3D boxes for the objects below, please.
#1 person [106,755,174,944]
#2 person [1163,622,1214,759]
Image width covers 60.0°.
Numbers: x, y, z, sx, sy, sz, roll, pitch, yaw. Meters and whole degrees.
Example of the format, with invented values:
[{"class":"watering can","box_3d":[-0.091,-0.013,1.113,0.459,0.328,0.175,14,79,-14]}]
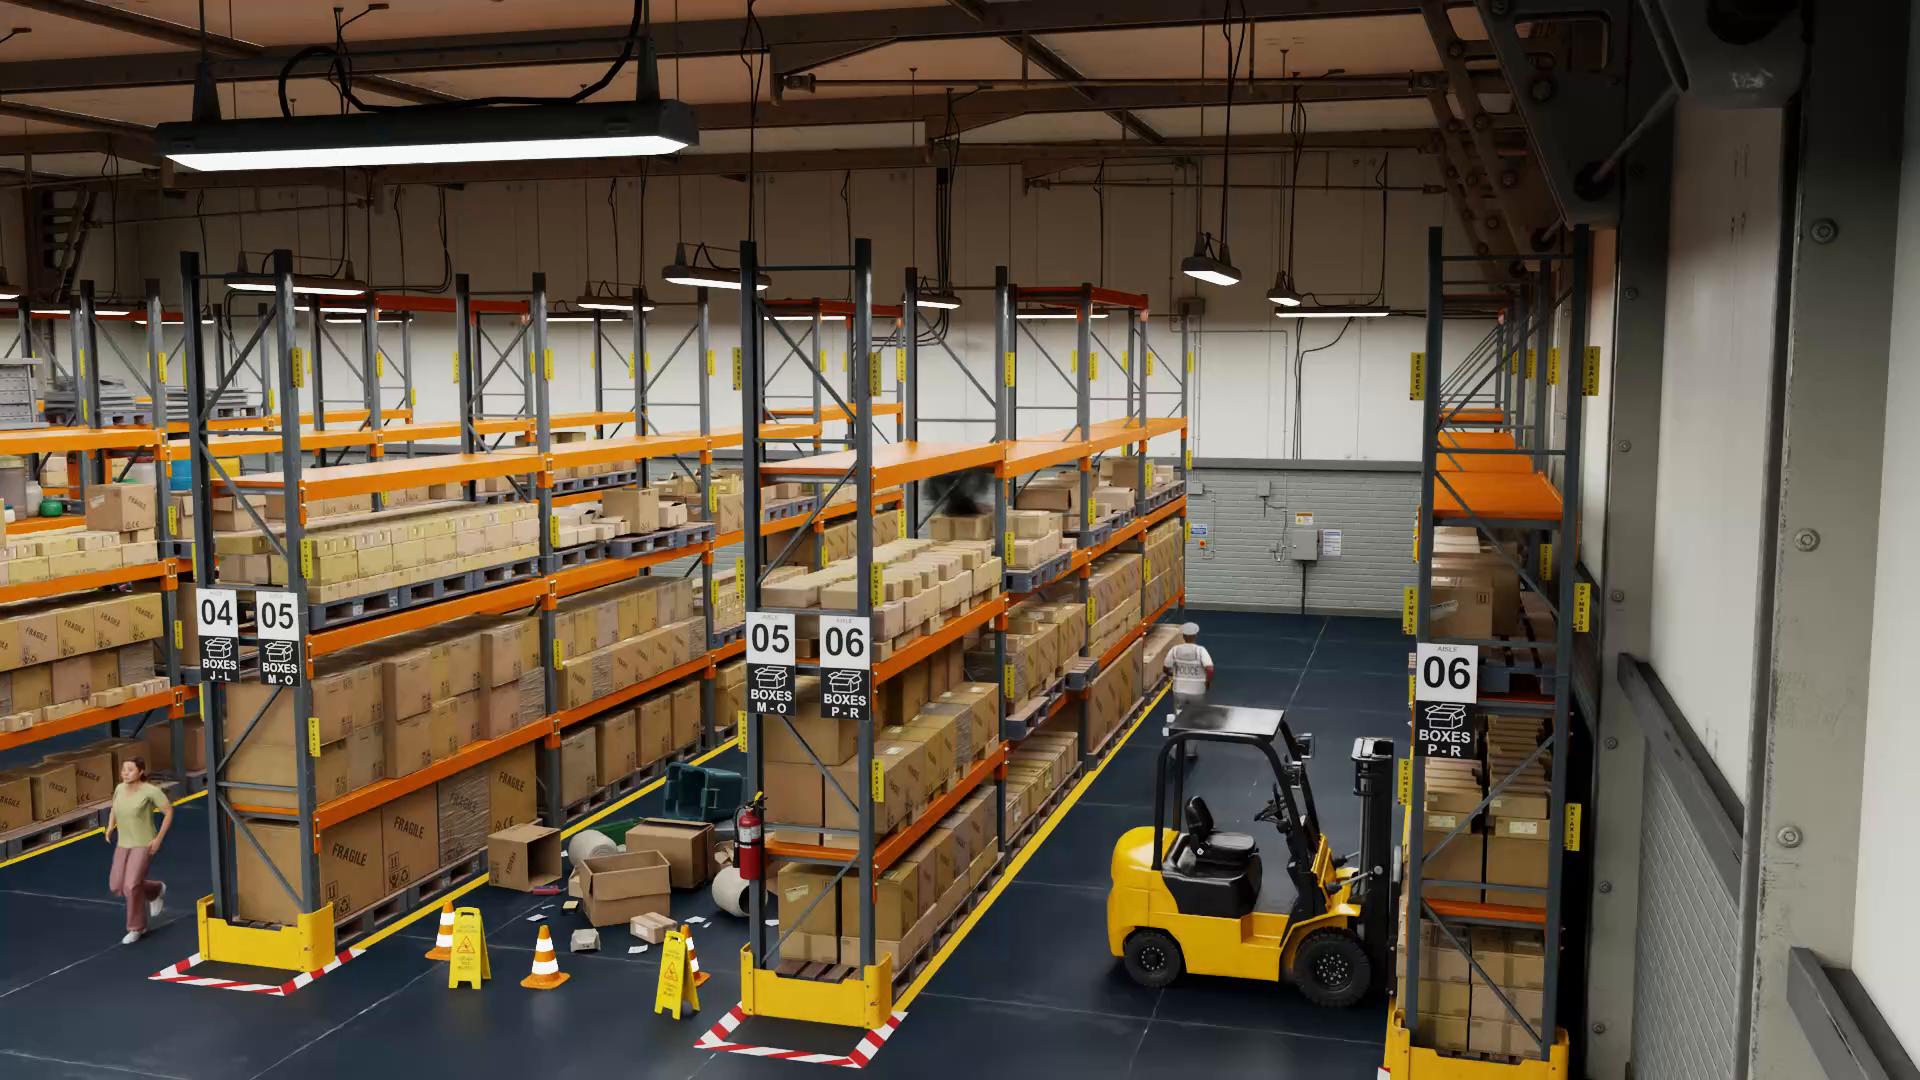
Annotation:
[{"class":"person","box_3d":[-7.318,2.721,14.823,0.589,1.640,0.564,2,7,15]},{"class":"person","box_3d":[2.903,1.935,21.101,0.670,1.780,0.781,2,7,18]}]
